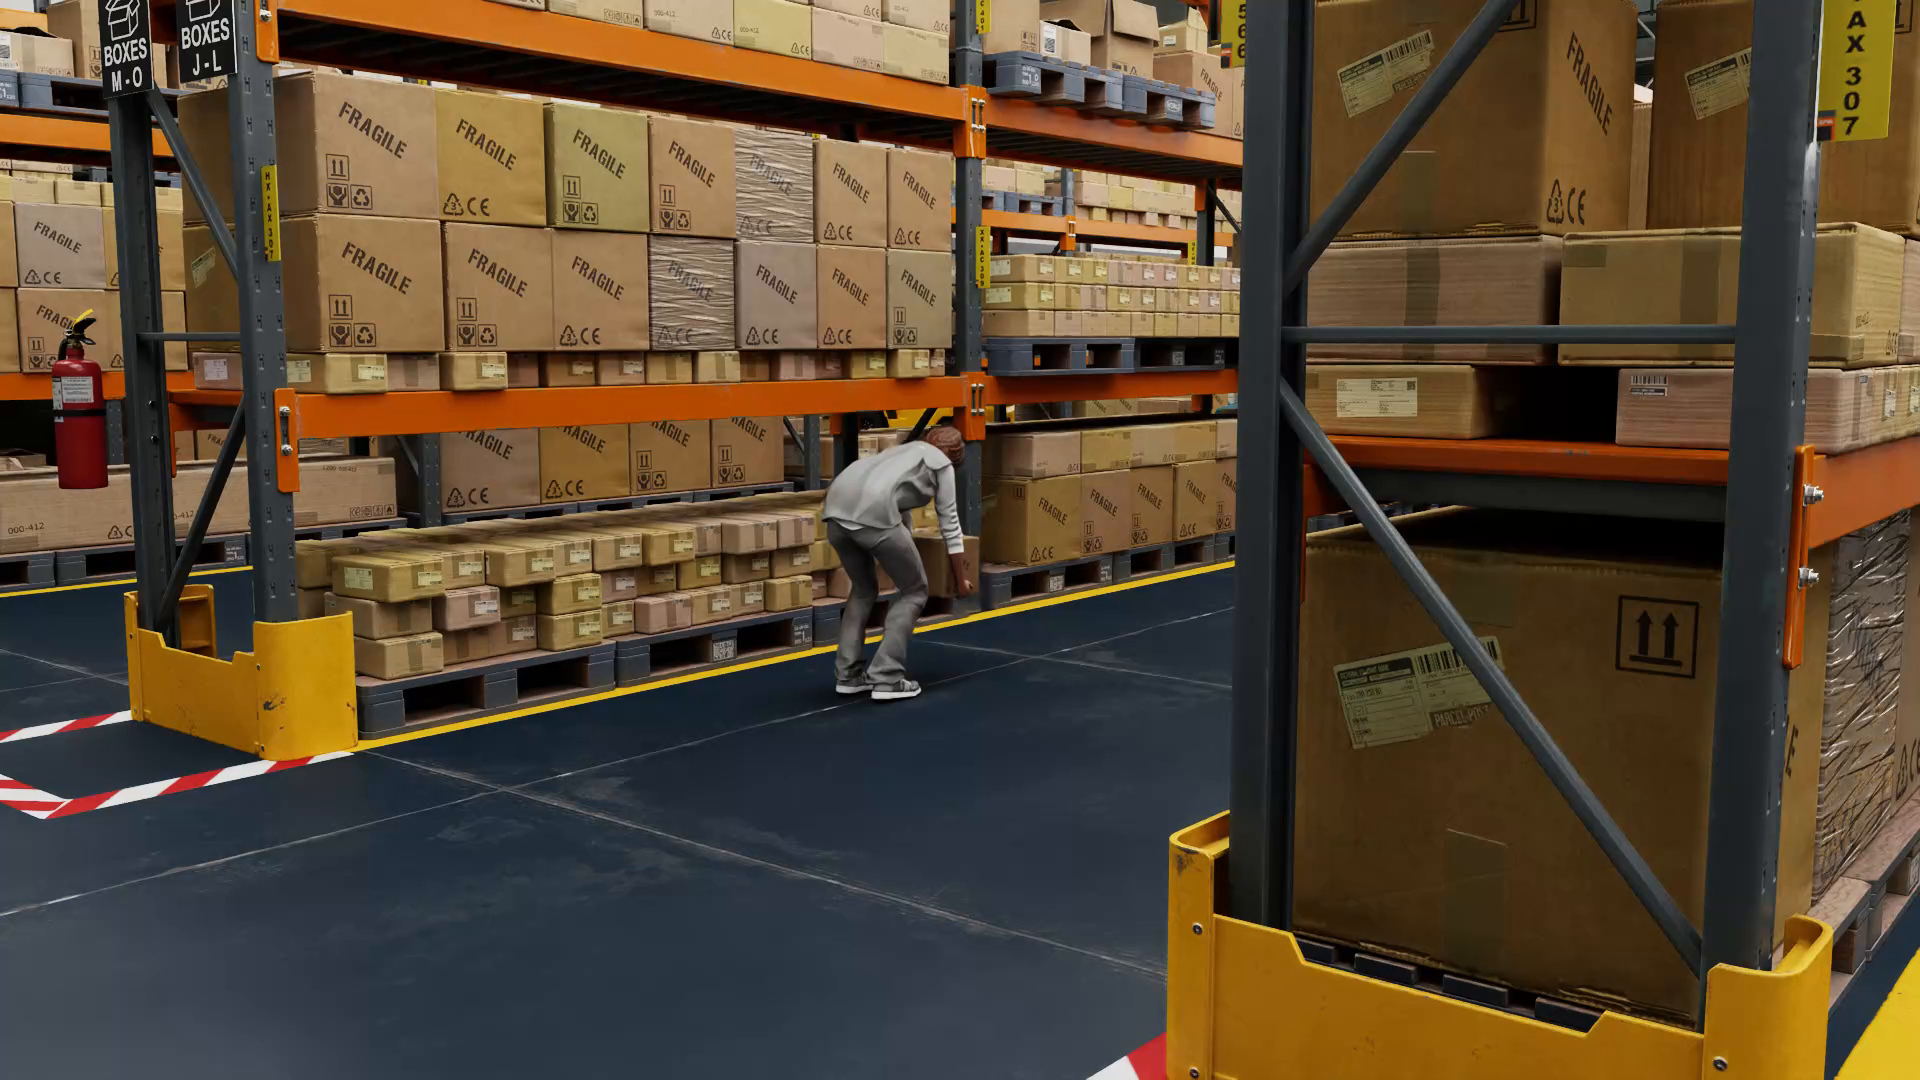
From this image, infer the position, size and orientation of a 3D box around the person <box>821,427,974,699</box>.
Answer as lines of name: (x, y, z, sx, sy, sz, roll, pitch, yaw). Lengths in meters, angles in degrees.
person: (-0.247, 0.087, 7.134, 0.402, 1.121, 0.842, 5, 9, 36)
